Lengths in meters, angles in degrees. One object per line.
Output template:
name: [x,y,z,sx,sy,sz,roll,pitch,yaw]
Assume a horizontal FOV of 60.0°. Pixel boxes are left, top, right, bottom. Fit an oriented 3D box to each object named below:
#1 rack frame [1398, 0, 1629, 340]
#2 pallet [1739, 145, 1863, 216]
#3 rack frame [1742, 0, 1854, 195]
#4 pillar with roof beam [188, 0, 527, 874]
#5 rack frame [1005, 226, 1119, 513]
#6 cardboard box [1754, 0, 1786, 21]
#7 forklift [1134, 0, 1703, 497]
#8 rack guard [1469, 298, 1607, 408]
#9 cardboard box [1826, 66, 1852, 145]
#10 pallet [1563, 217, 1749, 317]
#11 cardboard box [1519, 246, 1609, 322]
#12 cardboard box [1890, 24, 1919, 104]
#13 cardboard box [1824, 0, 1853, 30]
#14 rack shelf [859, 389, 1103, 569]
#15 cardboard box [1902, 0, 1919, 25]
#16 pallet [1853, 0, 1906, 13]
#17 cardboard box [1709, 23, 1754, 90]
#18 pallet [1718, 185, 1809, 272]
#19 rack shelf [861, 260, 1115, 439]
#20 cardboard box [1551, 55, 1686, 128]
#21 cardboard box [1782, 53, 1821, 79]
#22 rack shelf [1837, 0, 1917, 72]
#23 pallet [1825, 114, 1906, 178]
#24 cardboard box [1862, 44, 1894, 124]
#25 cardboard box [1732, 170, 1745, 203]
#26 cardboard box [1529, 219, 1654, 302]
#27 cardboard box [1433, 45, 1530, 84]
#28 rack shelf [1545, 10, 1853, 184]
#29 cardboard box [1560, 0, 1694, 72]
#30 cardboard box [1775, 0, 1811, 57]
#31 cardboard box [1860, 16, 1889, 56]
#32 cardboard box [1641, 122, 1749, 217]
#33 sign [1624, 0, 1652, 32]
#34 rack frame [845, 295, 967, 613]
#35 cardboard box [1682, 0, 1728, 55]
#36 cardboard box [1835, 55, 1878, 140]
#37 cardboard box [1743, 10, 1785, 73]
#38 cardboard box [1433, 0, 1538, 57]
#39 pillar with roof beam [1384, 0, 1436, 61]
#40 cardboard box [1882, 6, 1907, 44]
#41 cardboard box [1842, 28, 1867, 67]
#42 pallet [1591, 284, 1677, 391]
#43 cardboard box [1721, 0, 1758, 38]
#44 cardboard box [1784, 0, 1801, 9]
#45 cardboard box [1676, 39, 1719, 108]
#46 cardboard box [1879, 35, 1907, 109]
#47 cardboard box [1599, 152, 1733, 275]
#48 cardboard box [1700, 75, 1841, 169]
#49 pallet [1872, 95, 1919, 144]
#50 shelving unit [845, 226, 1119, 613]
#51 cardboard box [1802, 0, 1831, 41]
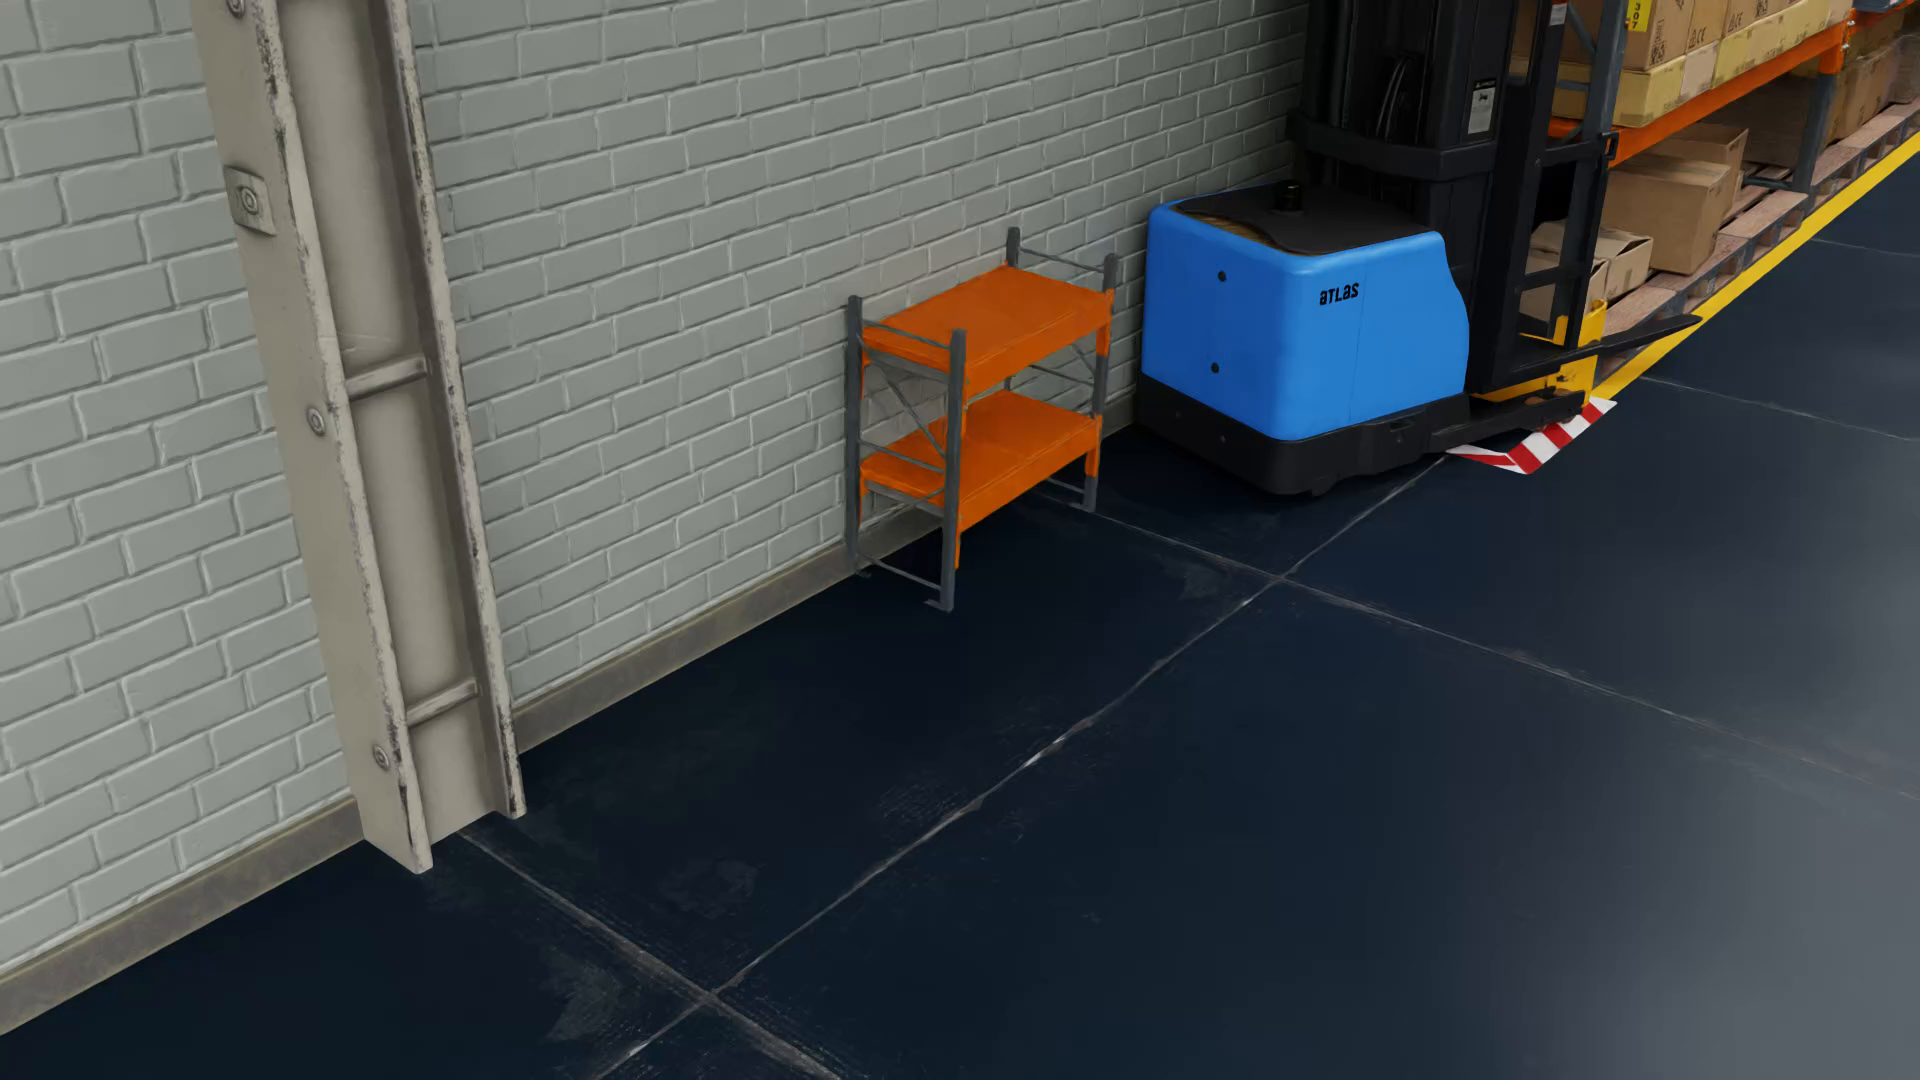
rack frame: [2.462,-2.095,7.535,1.000,3.000,0.127,21,34,34]
pallet: [5.500,-2.551,11.452,1.003,0.211,1.213,21,34,34]
rack frame: [5.006,-3.513,10.277,1.000,3.000,0.127,21,34,34]
pillar with roof beam: [1.745,-1.875,0.581,9.100,9.000,0.400,21,34,34]
rack frame: [0.379,-0.685,6.815,0.500,1.125,0.032,21,34,29]
cardboard box: [3.972,-2.992,8.594,0.500,0.500,0.500,22,35,36]
forklift: [2.323,-1.986,7.400,3.031,2.935,1.130,-16,32,-29]
rack guard: [2.510,-1.012,8.162,1.175,0.500,0.348,21,34,34]
cardboard box: [5.752,-3.062,11.646,0.700,0.500,0.500,20,33,33]
pallet: [3.831,-1.592,9.597,1.003,0.211,1.213,21,34,34]
cardboard box: [2.972,-1.315,8.475,0.500,0.311,0.500,17,32,29]
cardboard box: [7.133,-3.746,12.968,0.700,0.500,0.500,21,34,35]
cardboard box: [4.939,-3.199,9.811,0.500,0.250,0.500,21,34,35]
rack shelf: [0.073,-0.281,6.569,0.538,0.278,1.000,21,34,29]
cardboard box: [8.120,-4.386,13.845,0.750,0.750,0.750,20,34,34]
pallet: [5.605,-3.656,10.762,1.003,0.211,1.213,21,34,34]
cardboard box: [3.665,-2.485,8.430,0.500,0.250,0.500,20,34,34]
pallet: [4.606,-2.026,10.437,1.003,0.211,1.213,21,34,34]
rack shelf: [0.095,-0.748,6.306,0.538,0.278,1.000,21,34,29]
cardboard box: [3.018,-2.117,7.720,0.500,0.250,0.500,20,33,33]
cardboard box: [5.739,-3.354,11.395,0.500,0.250,0.500,20,33,33]
rack shelf: [6.279,-3.903,11.813,1.077,0.370,4.000,21,34,34]
pallet: [6.276,-2.986,12.292,1.003,0.211,1.213,21,34,34]
cardboard box: [6.421,-3.413,12.324,0.700,0.500,0.500,21,34,34]
cardboard box: [4.689,-2.252,10.443,0.380,0.166,0.250,16,31,28]
cardboard box: [3.334,-1.517,8.866,0.500,0.311,0.500,24,36,38]
cardboard box: [2.610,-2.260,7.995,0.500,0.250,0.500,21,34,35]
rack shelf: [3.734,-2.485,9.071,1.077,0.370,4.000,21,34,34]
cardboard box: [2.998,-2.452,7.550,0.500,0.500,0.500,21,34,34]
cardboard box: [4.308,-2.842,9.120,0.500,0.250,0.500,21,34,34]
cardboard box: [6.399,-3.712,12.085,0.500,0.250,0.500,21,34,34]
cardboard box: [4.377,-2.219,10.016,0.500,0.500,0.500,18,32,31]
sign: [2.881,-2.321,7.030,0.100,0.325,0.005,21,34,34]
rack frame: [-0.213,-0.302,6.082,0.500,1.125,0.032,21,34,29]
cardboard box: [3.320,-2.624,7.883,0.500,0.500,0.500,21,34,35]
cardboard box: [6.107,-3.231,11.973,0.700,0.500,0.500,21,34,35]
cardboard box: [3.989,-2.663,8.775,0.500,0.250,0.500,21,34,35]
cardboard box: [2.598,-2.600,7.836,0.500,0.500,0.500,20,34,34]
pillar with roof beam: [5.562,-4.002,4.693,9.100,9.000,0.400,21,34,34]
cardboard box: [6.722,-3.895,12.441,0.500,0.250,0.500,21,34,35]
cardboard box: [6.067,-3.540,11.754,0.500,0.250,0.500,20,33,33]
pallet: [3.054,-1.161,8.765,1.003,0.211,1.213,21,34,34]
cardboard box: [3.653,-2.805,8.234,0.500,0.500,0.500,19,33,33]
cardboard box: [4.303,-3.177,8.951,0.500,0.500,0.500,20,33,33]
cardboard box: [3.337,-2.306,8.084,0.500,0.250,0.500,20,33,33]
cardboard box: [6.716,-3.597,12.681,0.700,0.500,0.500,21,34,34]
cardboard box: [3.839,-1.847,9.297,0.700,0.500,0.500,18,33,31]
cardboard box: [5.462,-2.864,11.264,0.700,0.500,0.500,22,35,36]
pallet: [7.052,-3.416,13.124,1.003,0.211,1.213,21,34,34]
shelving unit: [0.083,-0.493,6.449,0.538,1.125,1.048,21,34,29]
cardboard box: [4.616,-3.025,9.474,0.500,0.250,0.500,21,34,35]
